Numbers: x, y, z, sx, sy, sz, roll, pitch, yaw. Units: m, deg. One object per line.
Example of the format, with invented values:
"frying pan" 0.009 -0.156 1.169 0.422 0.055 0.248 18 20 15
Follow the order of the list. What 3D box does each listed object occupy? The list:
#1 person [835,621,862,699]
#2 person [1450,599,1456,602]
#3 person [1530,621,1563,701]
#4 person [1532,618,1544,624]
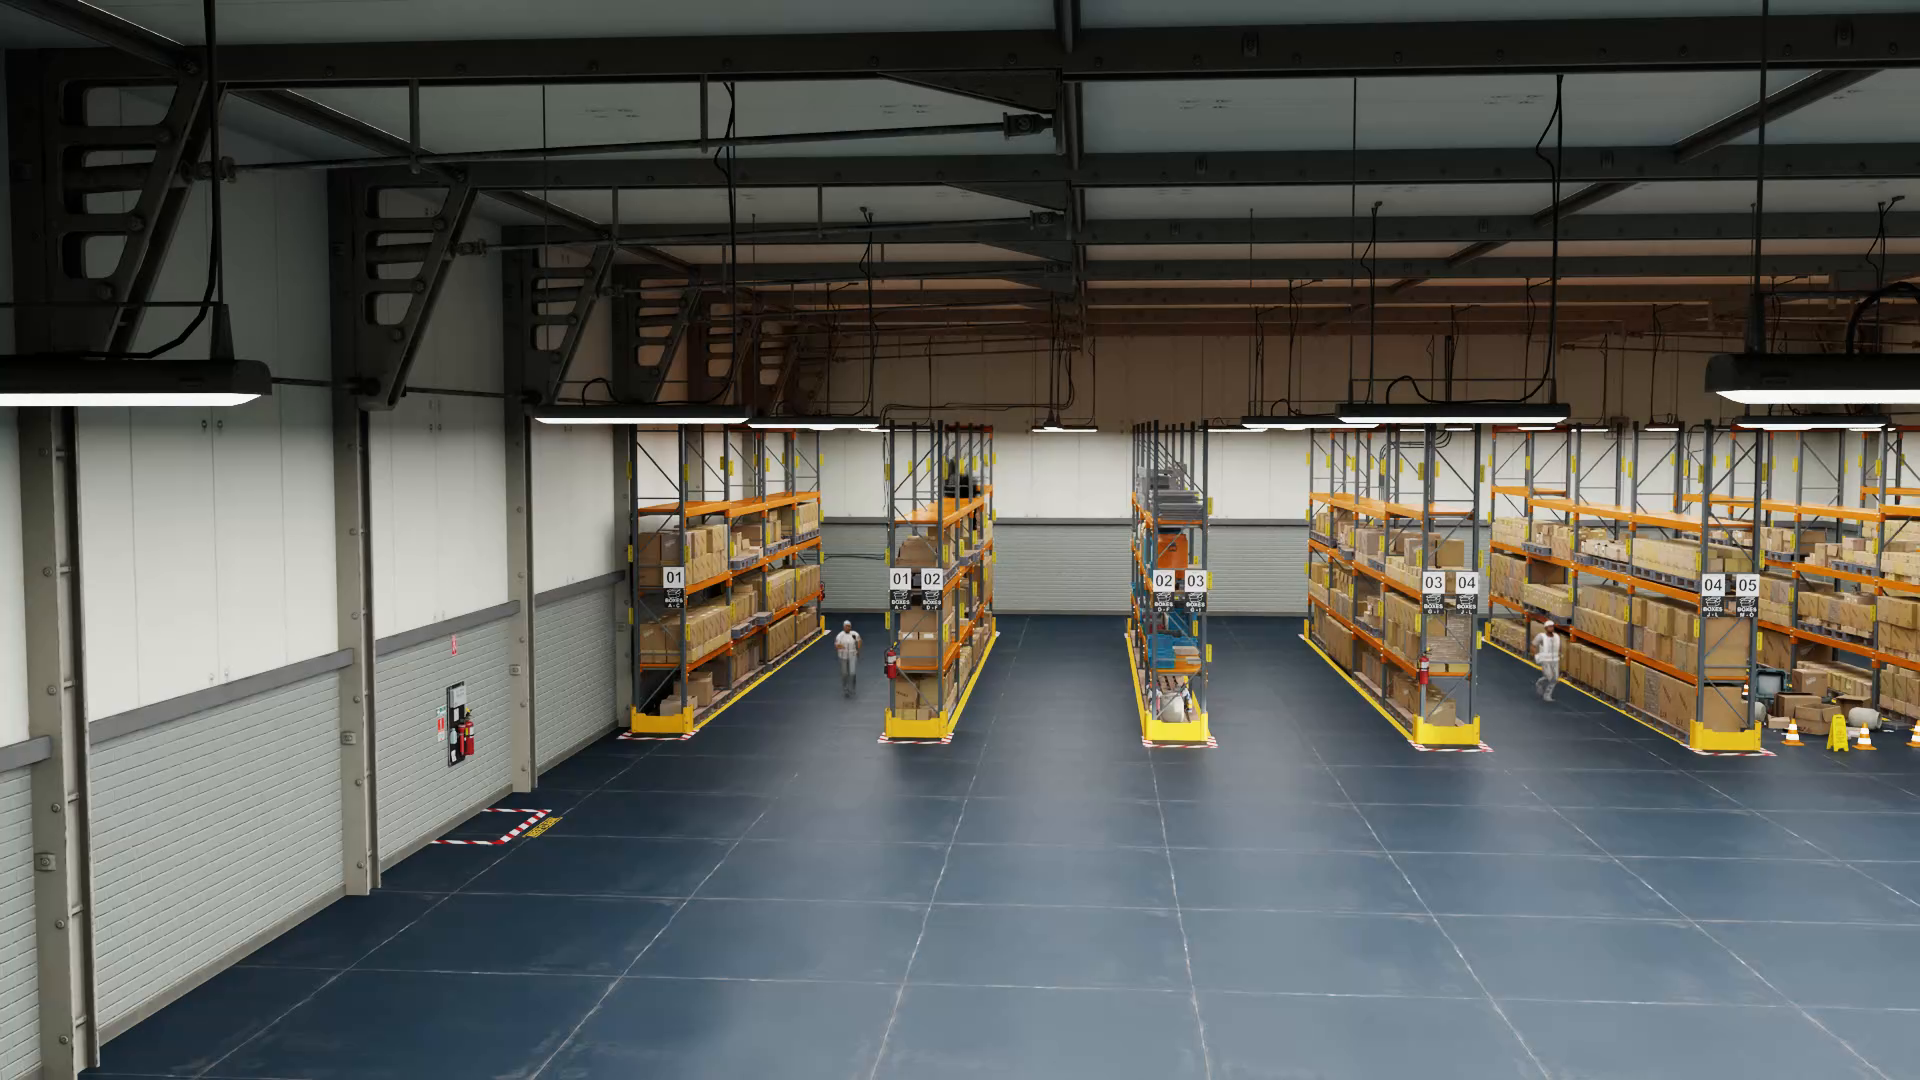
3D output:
"person" -2.443 2.612 36.265 0.583 1.725 0.746 0 4 -2
"person" 13.336 1.938 45.629 0.662 1.810 0.893 1 4 20
"person" 12.644 2.597 35.668 0.684 1.732 0.594 -1 4 -10
"person" 16.361 1.924 47.003 0.749 1.647 0.646 -2 4 -33
